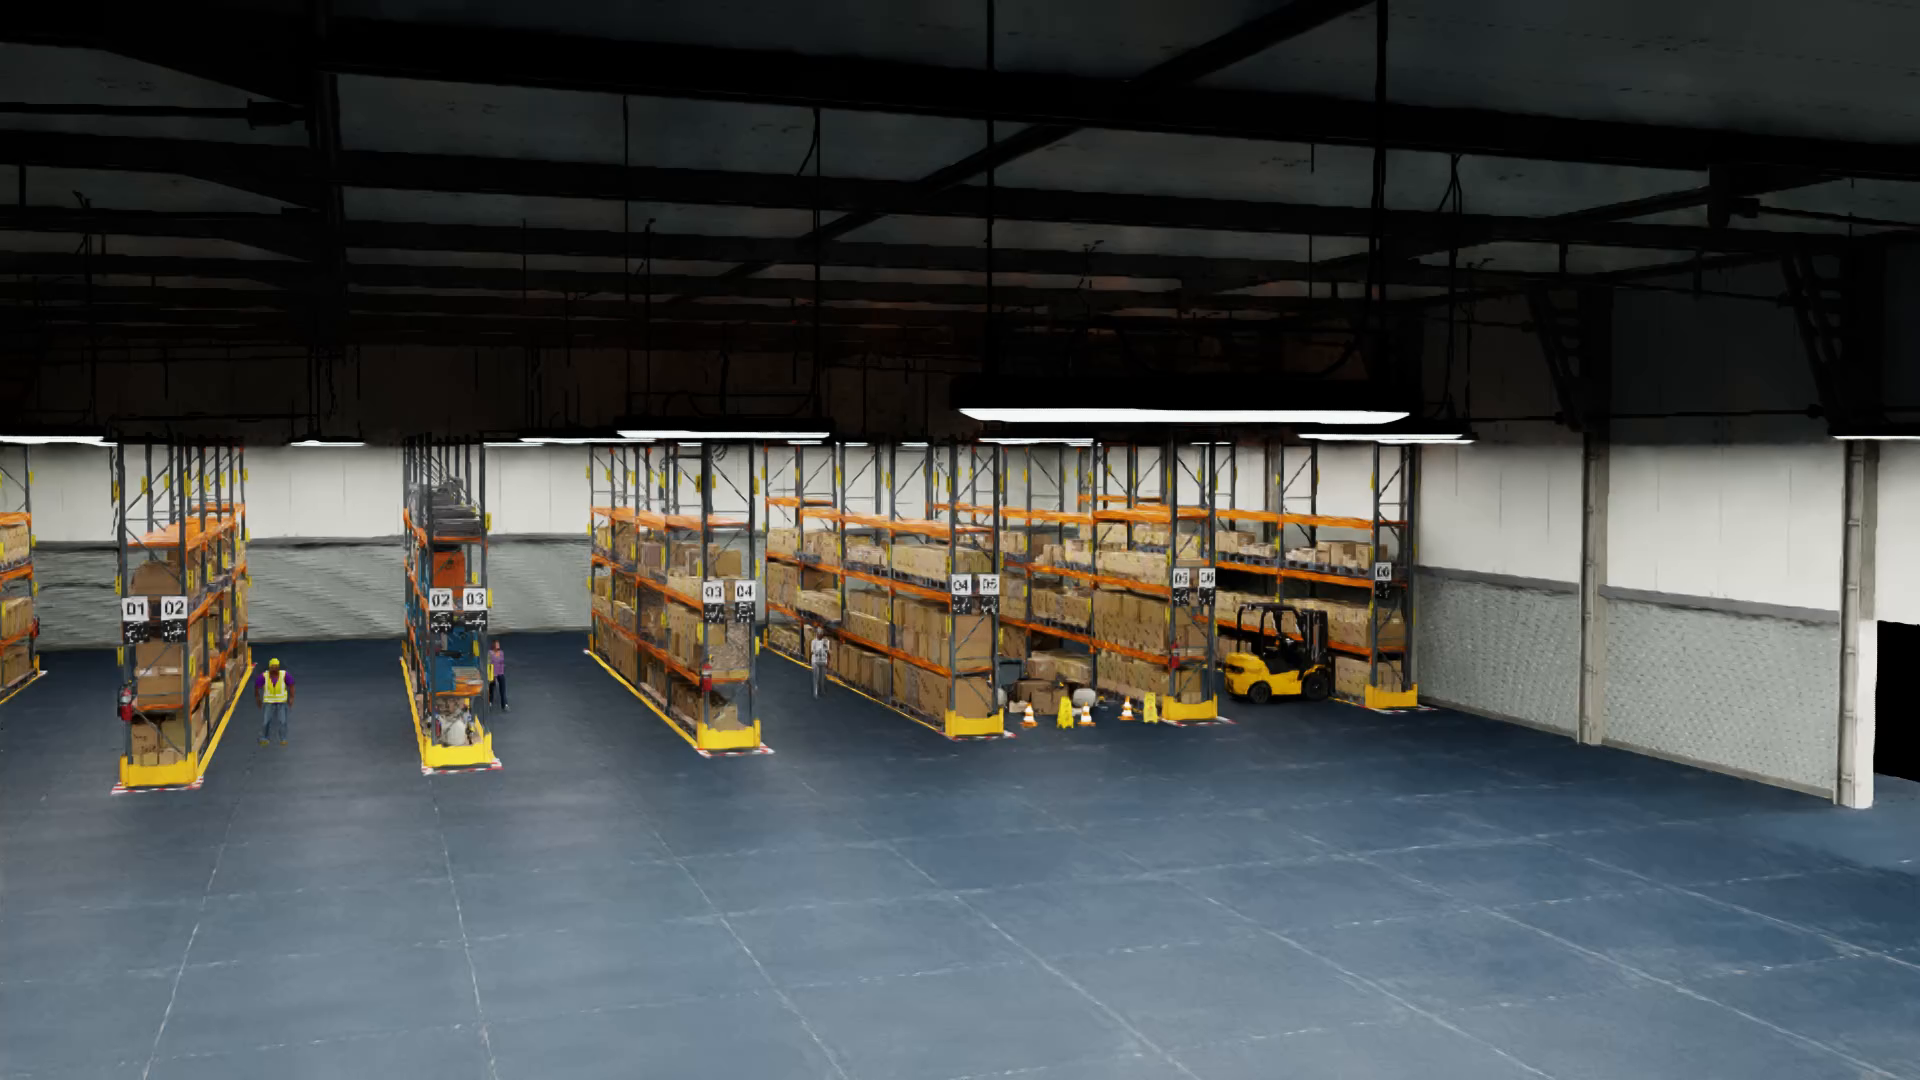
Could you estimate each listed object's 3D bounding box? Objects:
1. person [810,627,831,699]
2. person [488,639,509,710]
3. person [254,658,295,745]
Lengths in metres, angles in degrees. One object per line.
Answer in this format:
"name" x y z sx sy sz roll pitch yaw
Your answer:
"person" -3.189 2.787 38.048 0.437 1.623 0.991 -1 3 -11
"person" -10.129 2.930 36.295 0.412 1.533 0.955 -2 4 -28
"person" -13.164 3.102 31.937 0.719 1.714 0.578 -1 3 -21
